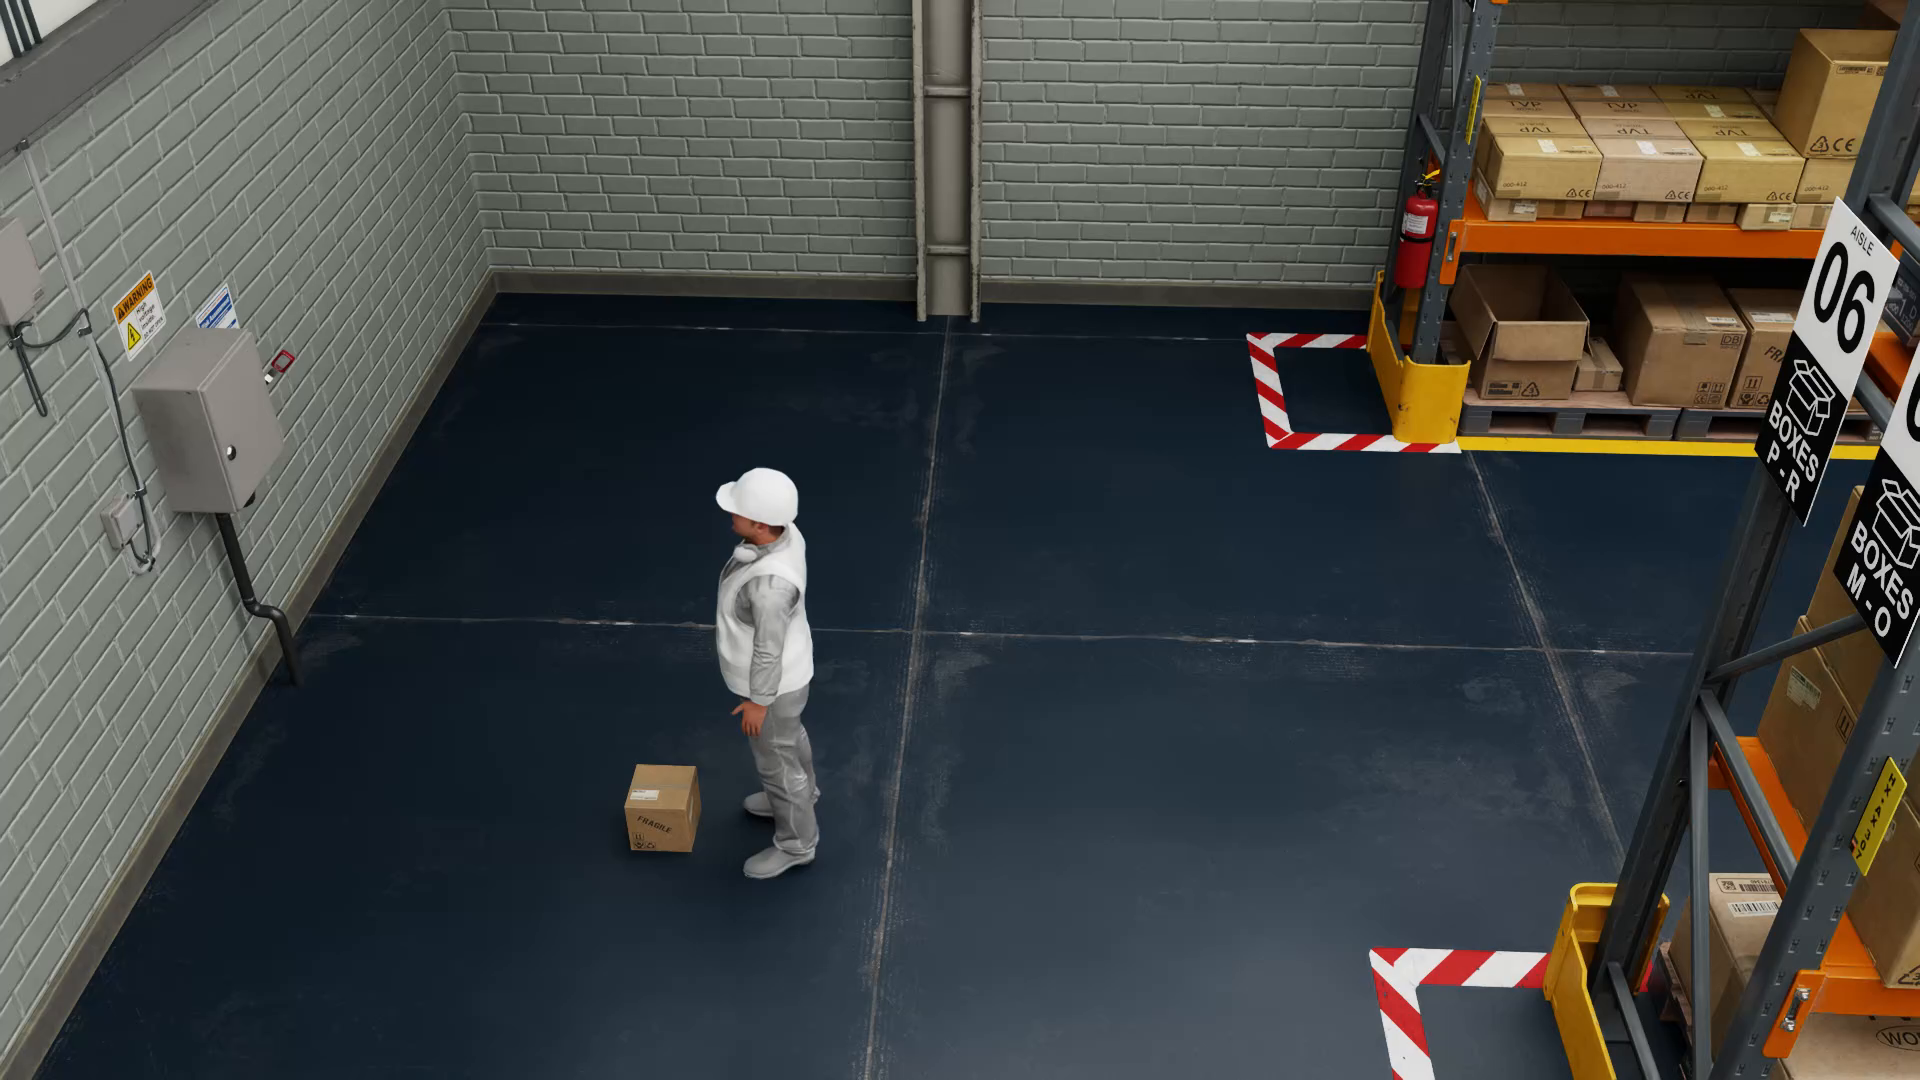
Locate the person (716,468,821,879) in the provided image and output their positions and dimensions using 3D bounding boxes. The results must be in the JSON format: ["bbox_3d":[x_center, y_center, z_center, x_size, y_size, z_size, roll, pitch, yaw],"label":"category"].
[{"bbox_3d":[-0.738,0.492,6.394,0.357,1.798,0.543,-2,36,-3],"label":"person"}]
